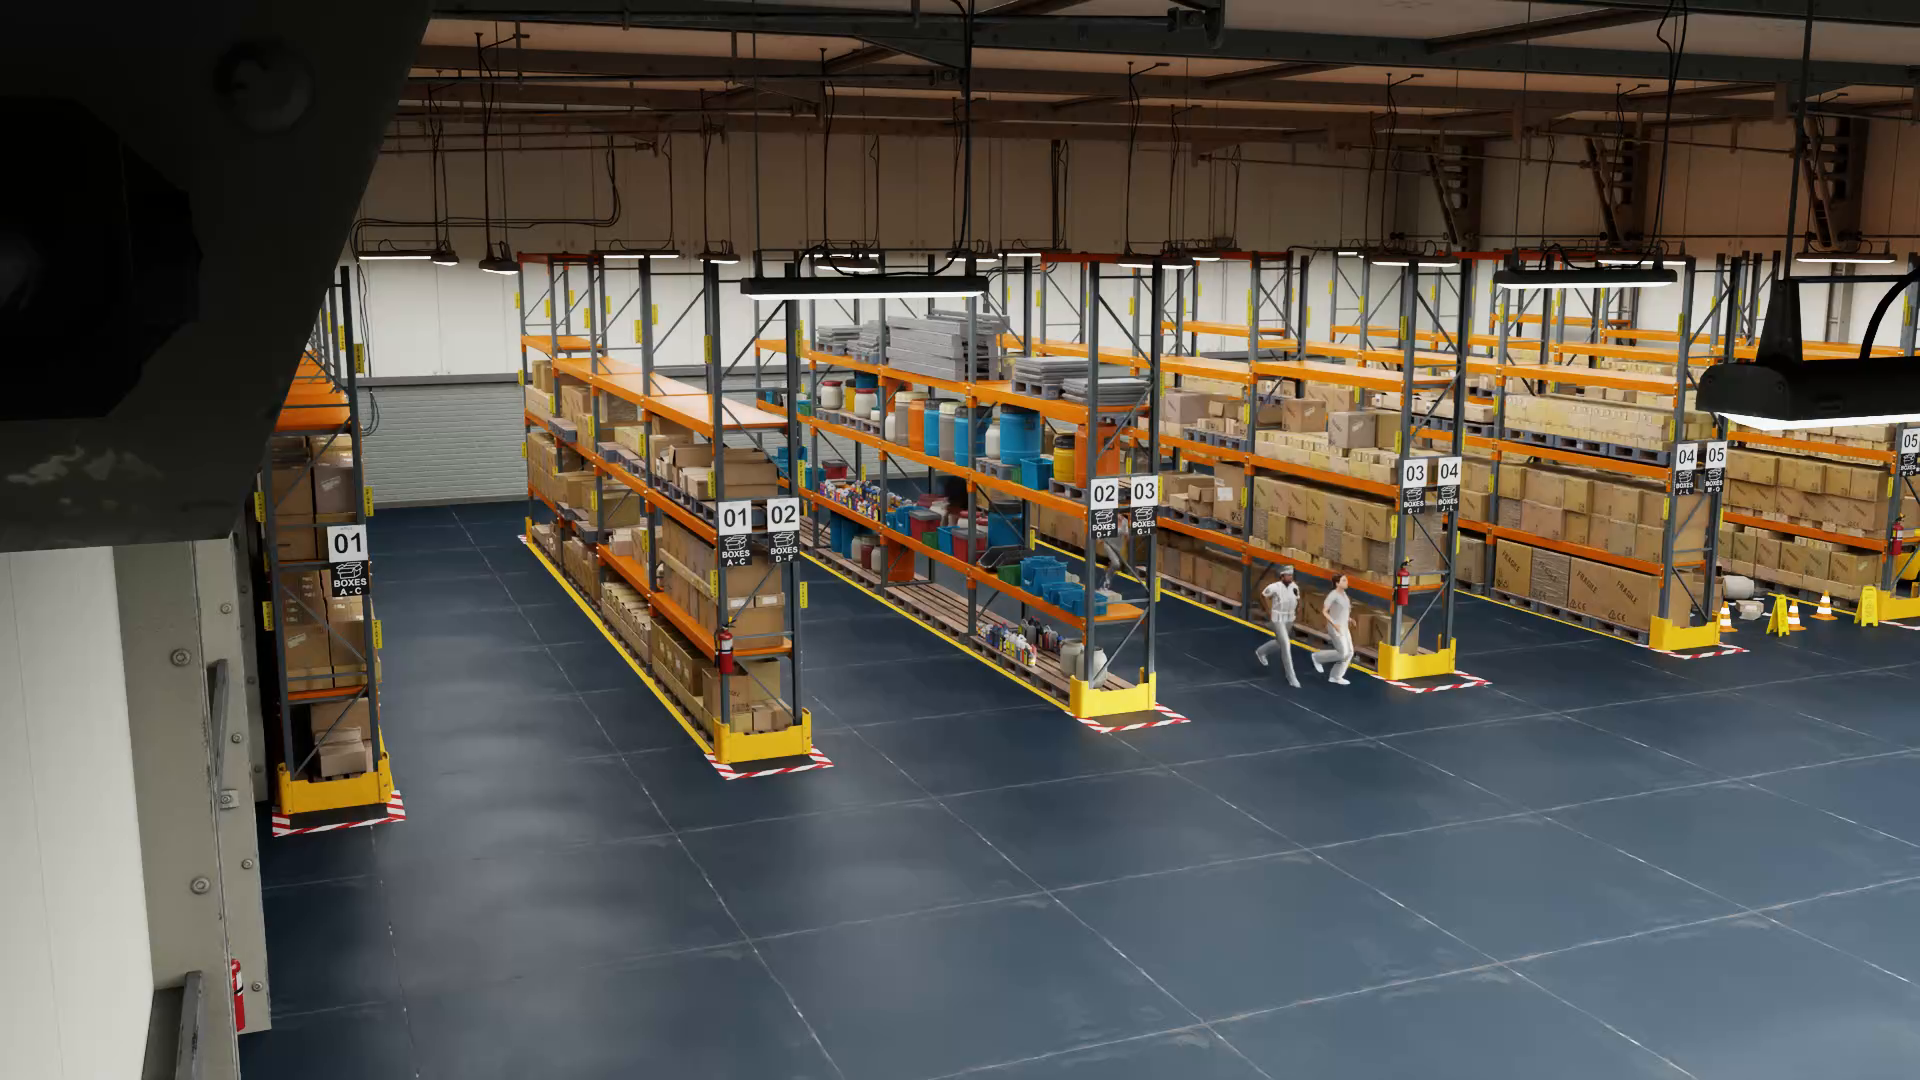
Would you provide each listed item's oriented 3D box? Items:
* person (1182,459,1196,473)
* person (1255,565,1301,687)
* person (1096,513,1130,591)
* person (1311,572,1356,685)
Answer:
[{"bbox_3d":[5.716,-2.170,42.051,0.918,1.764,0.712,-9,14,-42],"label":"person"},{"bbox_3d":[4.625,1.186,23.978,0.532,1.740,1.045,-7,12,-33],"label":"person"},{"bbox_3d":[2.611,0.170,28.248,0.525,1.547,0.744,-6,12,-28],"label":"person"},{"bbox_3d":[5.338,1.249,23.768,0.582,1.621,0.578,8,13,39],"label":"person"}]
